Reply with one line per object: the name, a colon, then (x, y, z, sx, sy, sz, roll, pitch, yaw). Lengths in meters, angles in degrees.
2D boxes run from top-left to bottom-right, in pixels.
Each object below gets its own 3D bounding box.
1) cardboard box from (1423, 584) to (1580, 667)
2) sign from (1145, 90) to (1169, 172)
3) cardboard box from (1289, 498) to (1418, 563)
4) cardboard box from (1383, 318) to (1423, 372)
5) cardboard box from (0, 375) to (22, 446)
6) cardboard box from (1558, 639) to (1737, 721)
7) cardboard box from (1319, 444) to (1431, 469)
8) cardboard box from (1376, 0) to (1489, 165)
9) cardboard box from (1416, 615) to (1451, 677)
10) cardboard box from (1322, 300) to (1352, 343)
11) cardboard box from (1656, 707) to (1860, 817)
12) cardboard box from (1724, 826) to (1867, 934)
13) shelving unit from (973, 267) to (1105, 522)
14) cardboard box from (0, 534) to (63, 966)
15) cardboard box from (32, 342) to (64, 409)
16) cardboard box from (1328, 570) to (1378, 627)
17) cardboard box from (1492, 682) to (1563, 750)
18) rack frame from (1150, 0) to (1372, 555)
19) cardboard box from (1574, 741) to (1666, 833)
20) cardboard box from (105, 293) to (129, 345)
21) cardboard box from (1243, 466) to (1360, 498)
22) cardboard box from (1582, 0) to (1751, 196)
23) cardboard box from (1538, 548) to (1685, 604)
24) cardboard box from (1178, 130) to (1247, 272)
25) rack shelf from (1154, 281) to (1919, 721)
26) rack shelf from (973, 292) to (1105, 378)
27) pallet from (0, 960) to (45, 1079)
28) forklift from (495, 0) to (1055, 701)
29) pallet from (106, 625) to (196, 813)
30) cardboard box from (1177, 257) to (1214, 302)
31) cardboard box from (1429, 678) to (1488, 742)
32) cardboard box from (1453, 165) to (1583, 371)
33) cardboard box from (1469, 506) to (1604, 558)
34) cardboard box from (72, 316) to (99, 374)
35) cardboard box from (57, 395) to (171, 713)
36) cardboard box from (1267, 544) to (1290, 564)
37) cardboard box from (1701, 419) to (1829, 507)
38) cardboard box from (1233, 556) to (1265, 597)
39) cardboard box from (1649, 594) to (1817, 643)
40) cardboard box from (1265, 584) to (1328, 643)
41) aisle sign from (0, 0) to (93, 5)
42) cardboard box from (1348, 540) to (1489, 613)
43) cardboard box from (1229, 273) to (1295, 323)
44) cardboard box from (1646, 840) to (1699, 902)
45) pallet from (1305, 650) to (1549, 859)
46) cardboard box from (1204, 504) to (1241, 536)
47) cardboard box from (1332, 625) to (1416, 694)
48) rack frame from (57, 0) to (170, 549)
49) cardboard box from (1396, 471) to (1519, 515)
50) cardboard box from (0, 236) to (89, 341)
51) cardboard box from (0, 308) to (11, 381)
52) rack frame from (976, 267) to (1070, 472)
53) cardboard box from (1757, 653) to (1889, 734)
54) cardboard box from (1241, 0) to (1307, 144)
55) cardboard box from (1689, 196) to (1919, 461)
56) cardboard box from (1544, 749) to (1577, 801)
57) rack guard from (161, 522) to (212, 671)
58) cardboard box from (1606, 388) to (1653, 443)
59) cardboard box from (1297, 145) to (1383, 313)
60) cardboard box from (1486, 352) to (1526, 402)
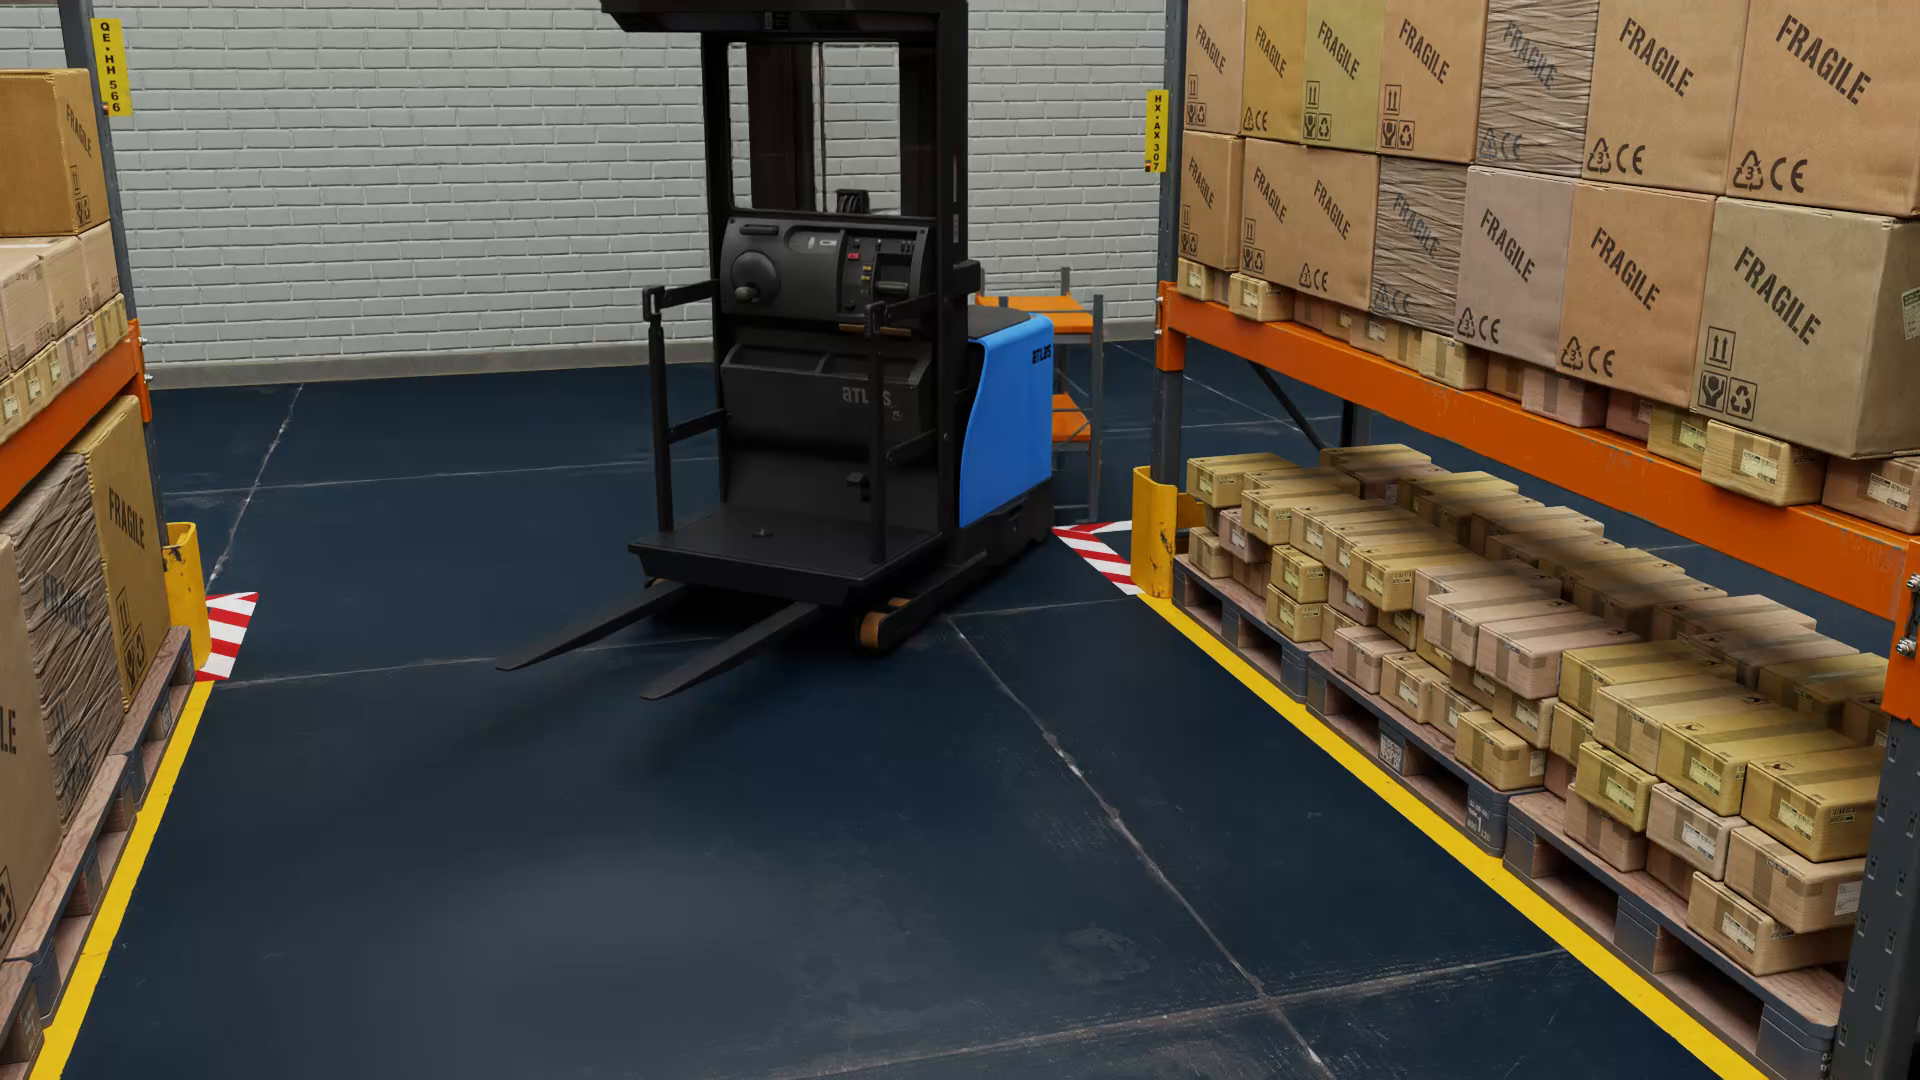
cardboard box: (1.649, 0.258, 5.071, 0.380, 0.149, 0.250, -5, 18, -17)
sign: (0.805, -1.667, 6.782, 0.100, 0.325, 0.005, -5, 17, -15)
cardboard box: (1.429, -0.035, 6.048, 0.380, 0.149, 0.250, -6, 18, -18)
cardboard box: (1.578, -0.632, 5.278, 0.380, 0.149, 0.250, -4, 17, -13)
cardboard box: (-2.636, -0.315, 4.225, 0.380, 0.149, 0.250, -4, 17, -14)
cardboard box: (1.898, 0.399, 4.601, 0.380, 0.149, 0.250, -4, 17, -13)
cardboard box: (1.716, -0.290, 6.893, 0.380, 0.149, 0.250, -4, 17, -15)
cardboard box: (1.605, -1.394, 4.949, 0.500, 0.500, 0.500, -5, 18, -17)
cardboard box: (1.707, 0.325, 5.363, 0.380, 0.149, 0.250, -4, 17, -13)
cardboard box: (1.487, -0.776, 5.757, 0.380, 0.149, 0.250, -5, 17, -16)
cardboard box: (1.970, 0.545, 4.115, 0.380, 0.149, 0.250, -4, 17, -15)
cardboard box: (2.034, 0.771, 3.880, 0.380, 0.149, 0.250, -4, 17, -14)
shelving unit: (0.385, -0.772, 8.566, 0.538, 1.125, 1.048, -2, 17, -5)
cardboard box: (-2.723, 0.554, 3.857, 0.875, 0.875, 0.875, -5, 17, -15)
cardboard box: (-2.773, -0.456, 4.692, 0.380, 0.149, 0.250, -5, 17, -16)
cardboard box: (1.528, 0.178, 5.854, 0.380, 0.149, 0.250, -6, 18, -18)
cardboard box: (1.793, 0.478, 4.854, 0.380, 0.149, 0.250, -4, 17, -14)
rack frame: (1.327, -1.295, 7.050, 1.000, 3.000, 0.127, -5, 17, -15)
cardboard box: (1.857, 0.624, 4.368, 0.380, 0.149, 0.250, -5, 18, -17)
cardboard box: (-3.056, -0.738, 5.632, 0.380, 0.149, 0.250, -4, 17, -14)
cardboard box: (1.336, -0.177, 6.520, 0.380, 0.149, 0.250, -4, 17, -14)
cardboard box: (1.890, -1.109, 4.002, 0.500, 0.500, 0.500, -5, 18, -17)
cardboard box: (2.126, 0.145, 5.448, 0.380, 0.149, 0.250, -5, 17, -15)
cardboard box: (1.185, -1.340, 6.507, 0.500, 0.500, 0.500, -4, 17, -13)
rack shelf: (1.876, -0.397, 5.312, 1.077, 0.370, 4.000, -5, 17, -15)
rack shelf: (0.385, -1.052, 8.482, 0.538, 0.278, 1.000, -2, 17, -5)
pallet: (-2.504, 1.294, 3.276, 1.003, 0.211, 1.213, -5, 17, -15)
forklift: (-0.646, -1.103, 6.528, 1.130, 2.935, 3.031, 8, 18, 25)
pallet: (-3.175, 0.619, 5.523, 1.003, 0.211, 1.213, -5, 17, -15)
cardboard box: (1.101, -1.059, 6.701, 0.380, 0.149, 0.250, -5, 17, -16)
cardboard box: (1.699, 0.530, 5.199, 0.380, 0.149, 0.250, -4, 17, -14)
cardboard box: (1.744, -0.772, 4.617, 0.500, 0.500, 0.500, -5, 17, -16)
cardboard box: (2.061, -0.007, 5.954, 0.380, 0.149, 0.250, -4, 17, -13)
cardboard box: (-2.914, -0.597, 5.161, 0.380, 0.149, 0.250, -5, 17, -15)
cardboard box: (-3.217, 0.056, 5.514, 0.875, 0.875, 0.875, -5, 17, -15)
cardboard box: (1.397, 0.033, 6.338, 0.380, 0.149, 0.250, -4, 17, -15)
cardboard box: (1.947, -0.192, 3.813, 0.380, 0.149, 0.250, -5, 17, -17)
cardboard box: (1.314, 0.105, 6.613, 0.380, 0.149, 0.250, -5, 17, -15)
cardboard box: (2.310, 0.285, 4.982, 0.380, 0.149, 0.250, -4, 17, -14)
cardboard box: (1.353, 0.253, 6.122, 0.380, 0.149, 0.250, -4, 17, -15)
aisle sign: (-3.201, -2.220, 5.609, 0.394, 0.787, 0.004, -5, 17, -15)
cardboard box: (1.525, 0.118, 5.535, 0.380, 0.149, 0.250, -4, 17, -14)
cardboard box: (1.233, -0.914, 6.216, 0.380, 0.149, 0.250, -5, 17, -17)
cardboard box: (2.000, 0.815, 4.249, 0.380, 0.149, 0.250, -4, 17, -14)
pallet: (1.869, 0.626, 5.502, 1.003, 0.211, 1.213, -5, 17, -15)
cardboard box: (1.224, -0.108, 6.807, 0.380, 0.149, 0.250, -4, 17, -13)
cardboard box: (1.500, 0.392, 5.660, 0.380, 0.149, 0.250, -6, 18, -18)
rack frame: (-3.470, -0.931, 5.838, 1.000, 3.000, 0.127, -5, 17, -15)
cardboard box: (1.923, -0.154, 6.442, 0.380, 0.149, 0.250, -5, 17, -16)
cardboard box: (-2.943, -0.748, 4.973, 0.500, 0.250, 0.500, -5, 17, -16)
cardboard box: (-2.656, -0.464, 4.025, 0.500, 0.250, 0.500, -5, 17, -15)
rack frame: (0.337, -0.917, 9.051, 0.500, 1.125, 0.032, -2, 17, -5)
cardboard box: (2.395, 0.432, 4.492, 0.380, 0.149, 0.250, -5, 17, -16)
cardboard box: (1.340, -1.680, 5.903, 0.500, 0.500, 0.500, -4, 17, -14)
cardboard box: (2.021, -0.491, 3.680, 0.500, 0.500, 0.500, -5, 17, -15)
cardboard box: (1.909, 0.665, 4.750, 0.380, 0.149, 0.250, -5, 17, -17)
rack guard: (-3.477, 0.259, 6.219, 1.175, 0.500, 0.348, -5, 17, -15)
cardboard box: (1.926, -0.347, 4.330, 0.380, 0.149, 0.250, -5, 17, -17)
cardboard box: (1.479, -1.057, 5.566, 0.500, 0.500, 0.500, -4, 17, -15)
cardboard box: (1.762, -0.491, 4.809, 0.380, 0.149, 0.250, -5, 17, -16)
